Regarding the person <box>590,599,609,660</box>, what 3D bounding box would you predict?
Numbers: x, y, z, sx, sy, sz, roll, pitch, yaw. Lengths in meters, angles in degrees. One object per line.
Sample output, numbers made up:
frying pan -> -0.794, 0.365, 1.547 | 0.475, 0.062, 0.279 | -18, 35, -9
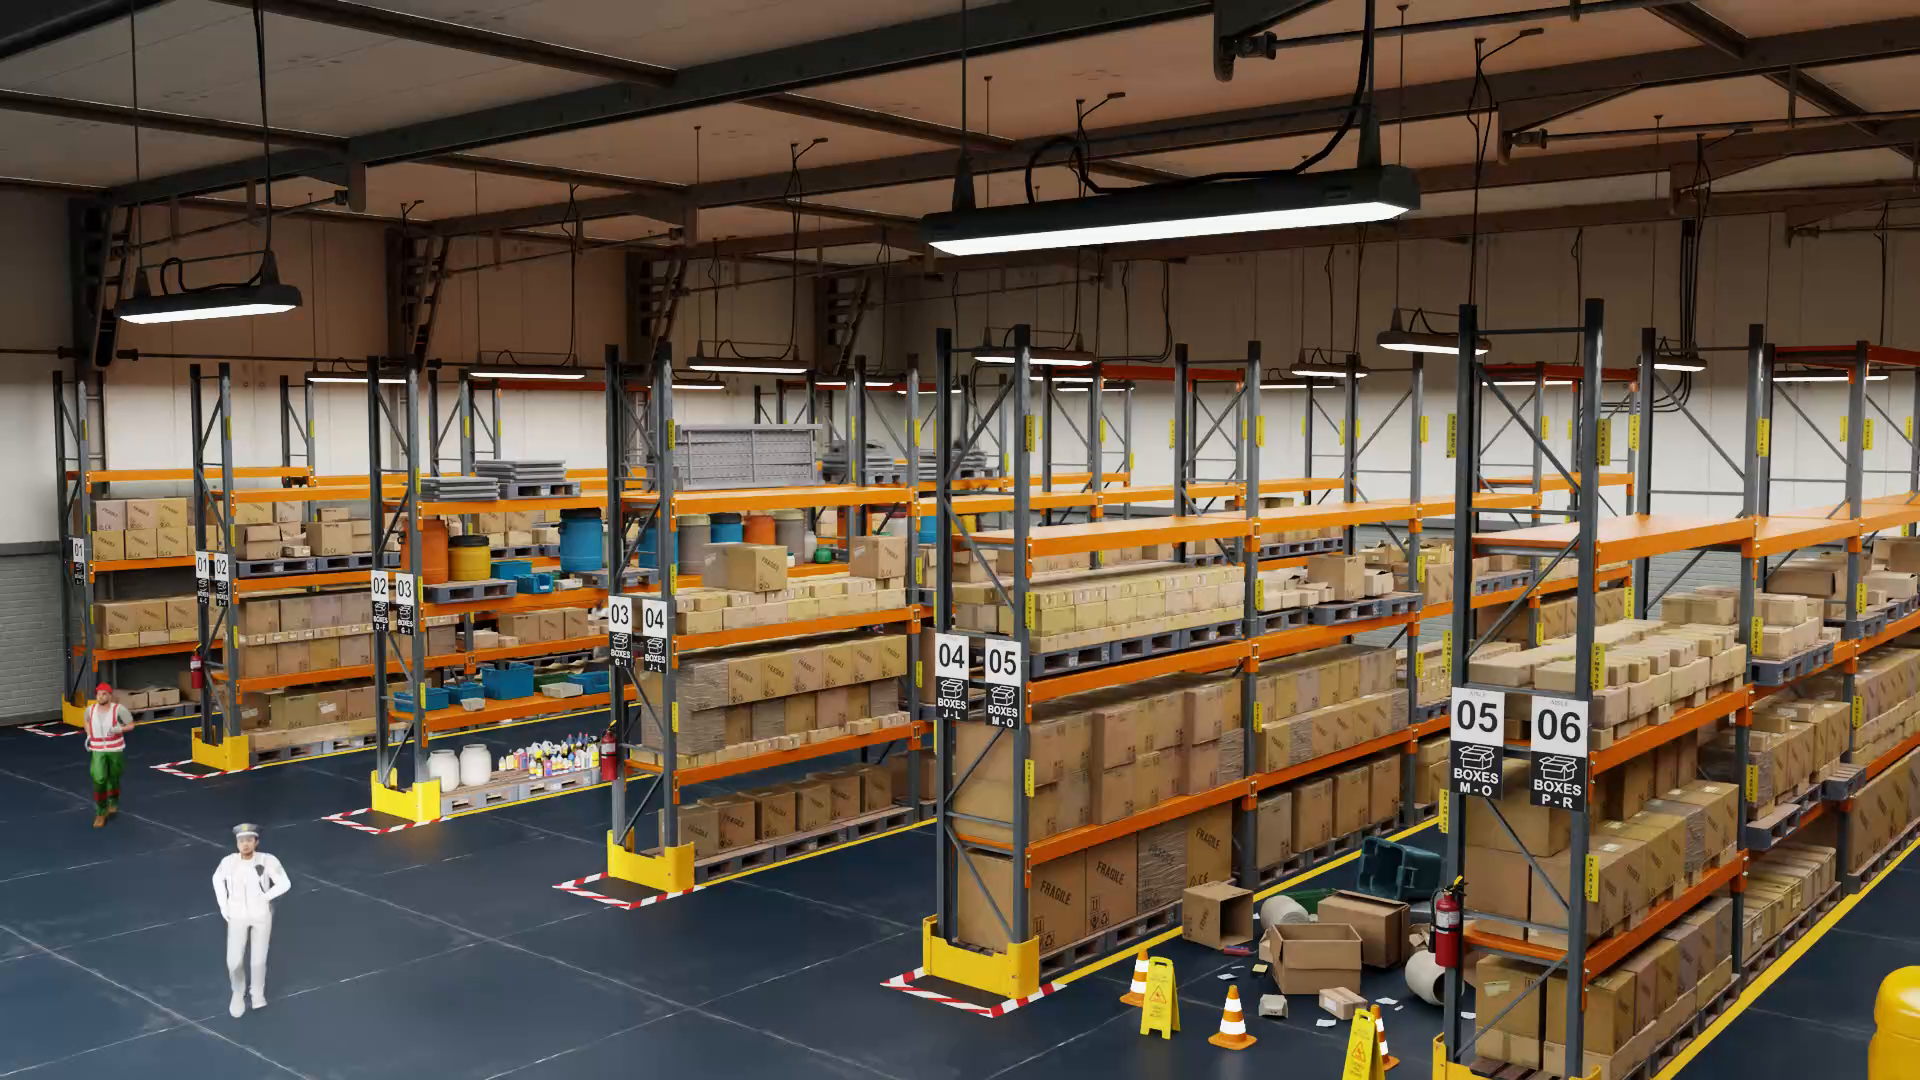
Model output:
person -> -6.950, 1.933, 32.160 | 0.672, 1.814, 0.903 | 3, 5, 40

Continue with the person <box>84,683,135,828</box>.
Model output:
person -> -10.927, 2.746, 21.353 | 0.616, 1.851, 0.779 | -1, 4, -20

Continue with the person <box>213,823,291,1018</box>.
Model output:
person -> -6.139, 3.282, 14.400 | 0.651, 1.705, 0.595 | -1, 4, -15
